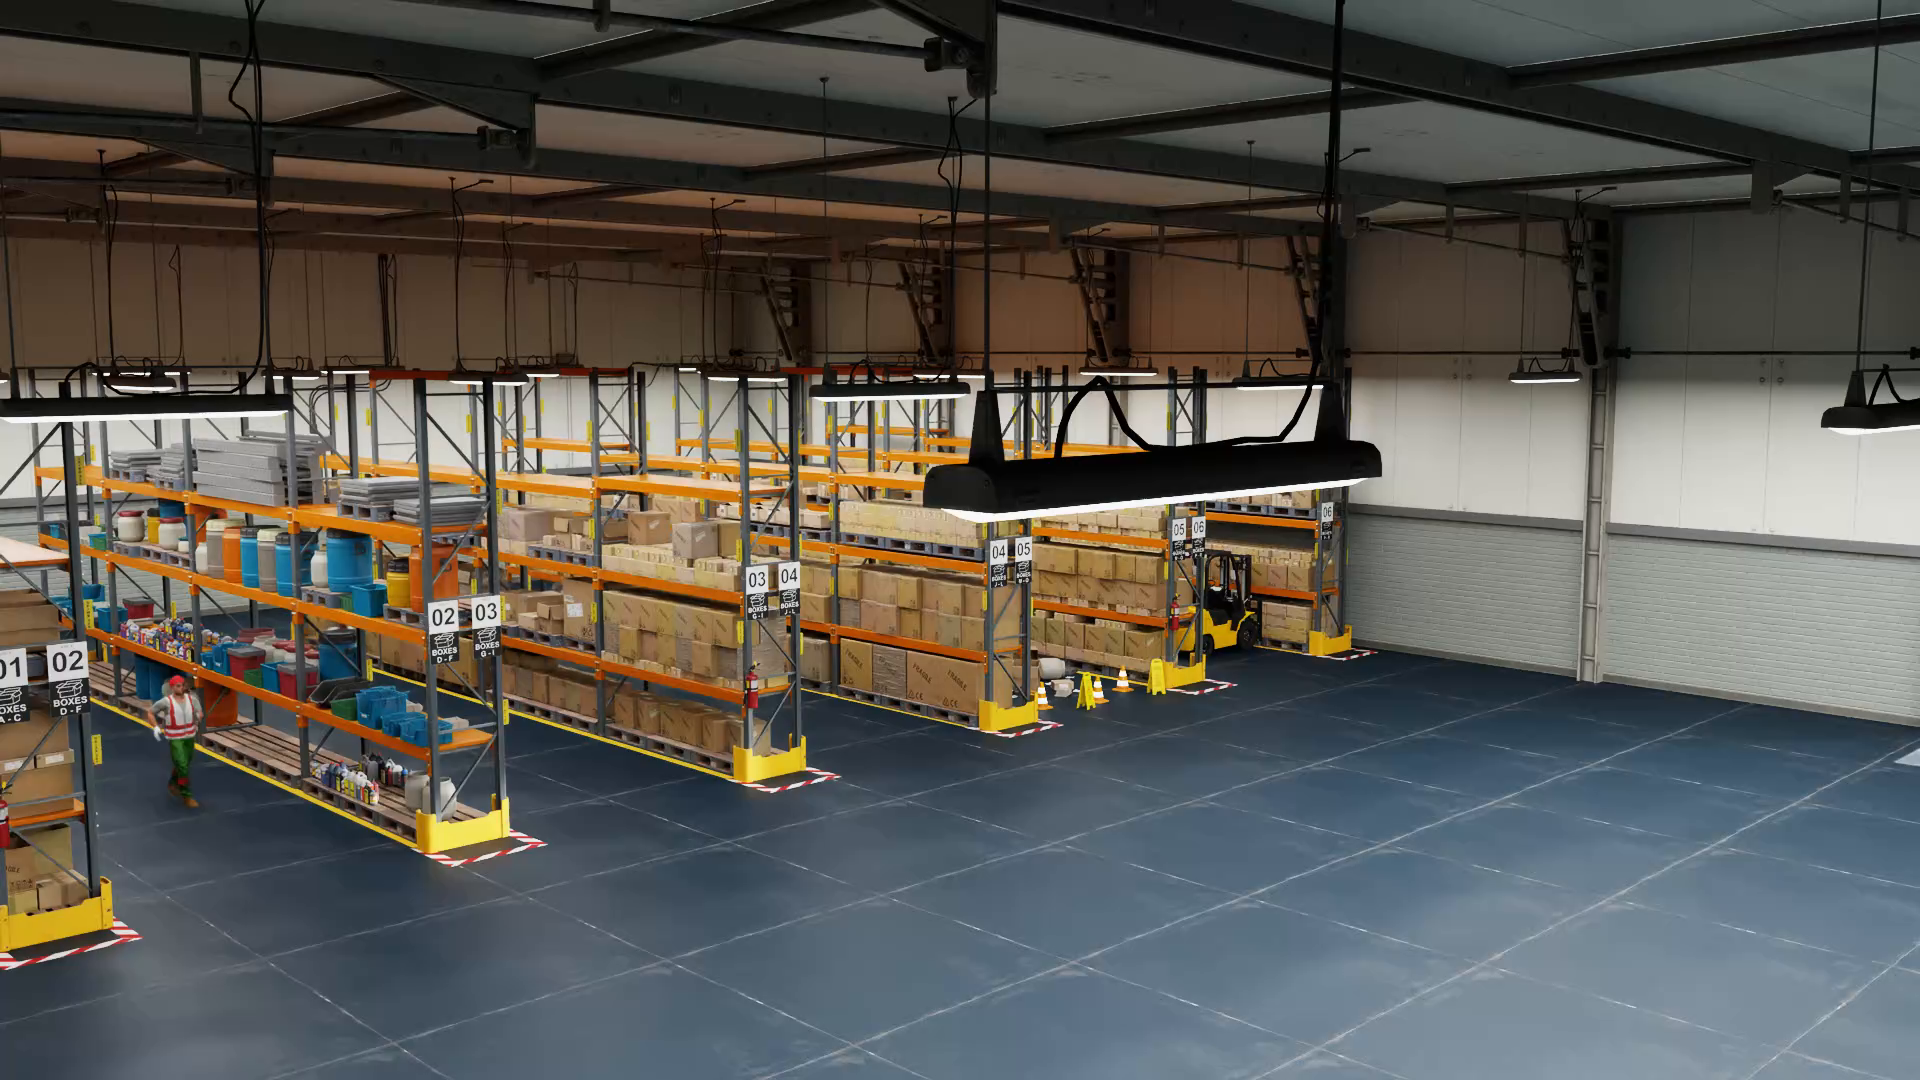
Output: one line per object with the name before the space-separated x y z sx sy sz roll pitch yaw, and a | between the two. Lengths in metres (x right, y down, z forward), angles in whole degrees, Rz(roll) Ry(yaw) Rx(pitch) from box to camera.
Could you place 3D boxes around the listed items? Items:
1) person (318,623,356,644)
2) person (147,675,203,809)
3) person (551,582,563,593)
person | -10.796 2.130 29.220 0.987 1.755 0.699 4 8 33
person | -10.927 2.794 23.298 0.909 1.817 0.655 4 8 33
person | -9.799 0.915 40.905 0.738 1.607 0.614 0 6 0
